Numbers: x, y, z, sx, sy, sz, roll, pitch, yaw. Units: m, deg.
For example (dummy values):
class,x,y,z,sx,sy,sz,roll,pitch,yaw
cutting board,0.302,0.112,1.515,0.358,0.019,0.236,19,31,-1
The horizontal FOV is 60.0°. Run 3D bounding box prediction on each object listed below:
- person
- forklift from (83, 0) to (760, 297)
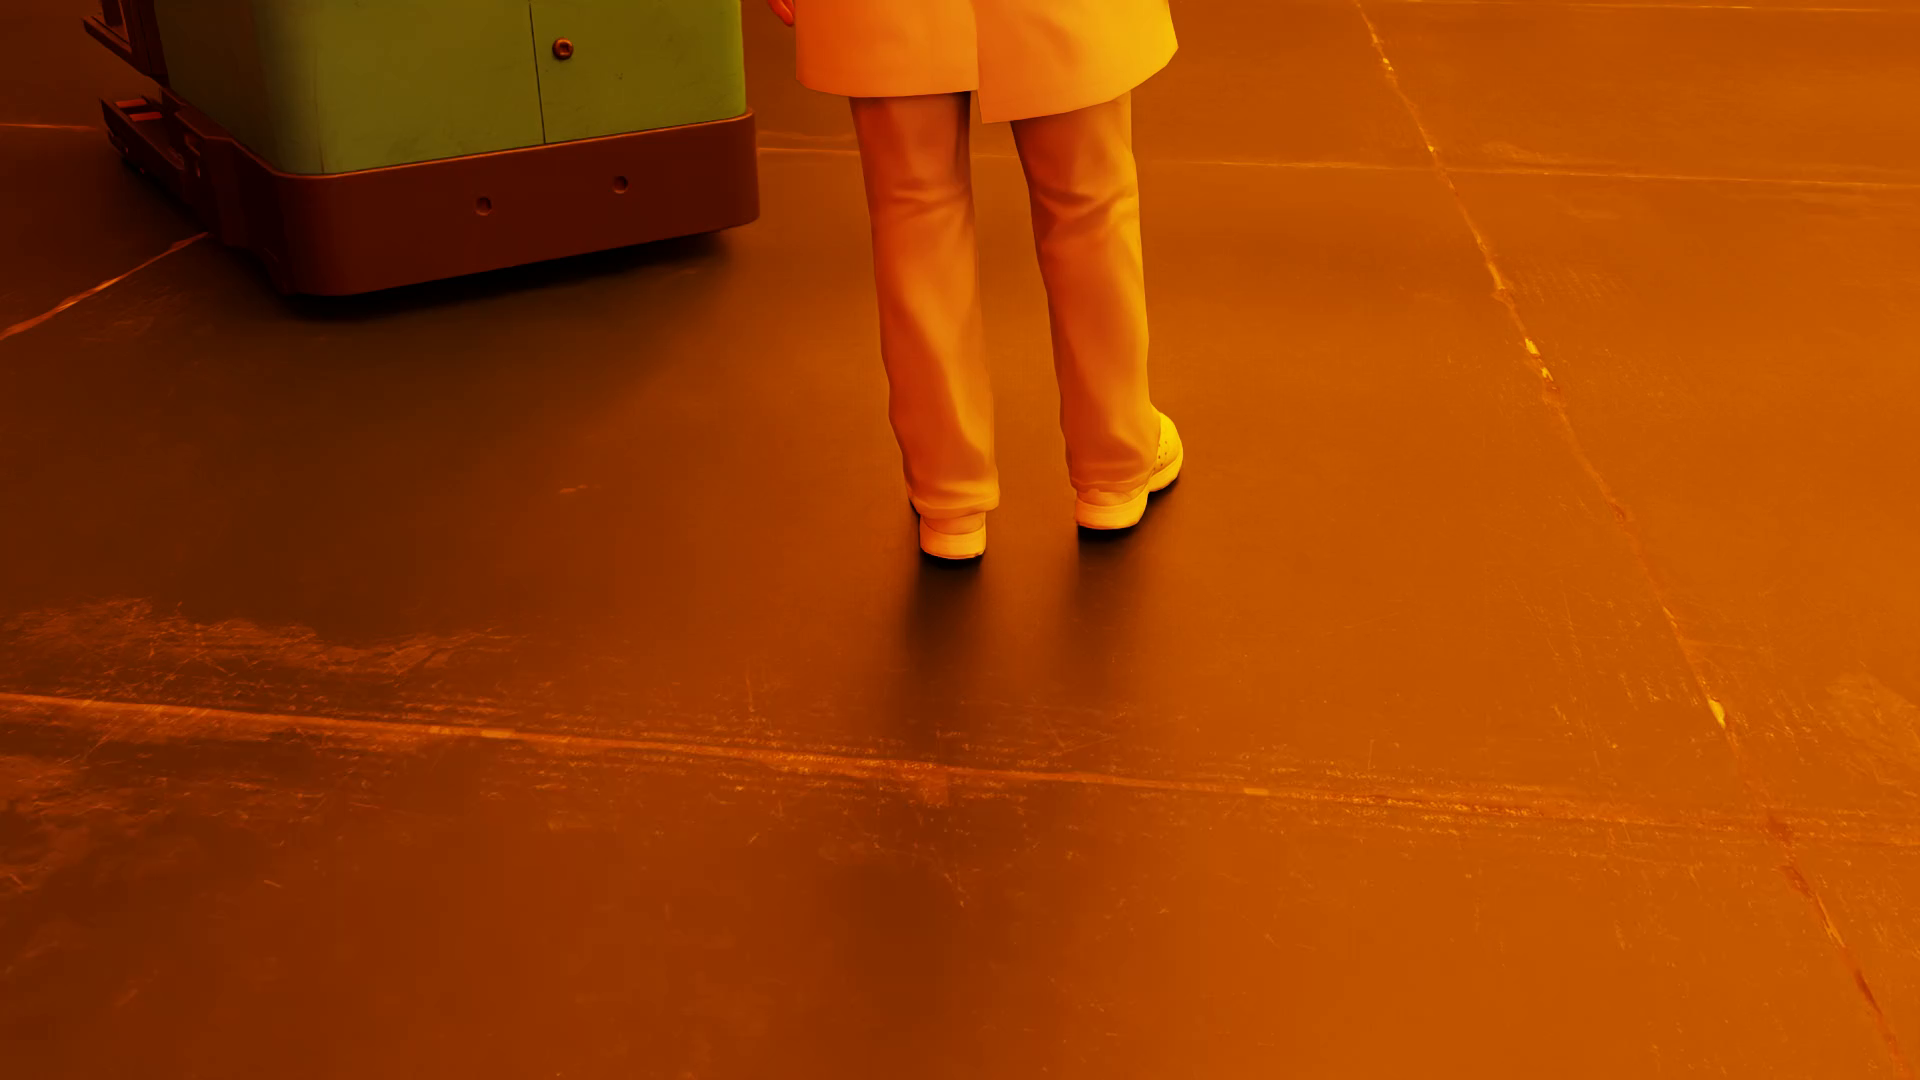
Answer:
class,x,y,z,sx,sy,sz,roll,pitch,yaw
person,0.016,-0.843,2.180,0.698,1.778,0.578,3,27,7
forklift,-1.713,-2.402,4.031,1.130,2.935,3.031,-17,31,-31
